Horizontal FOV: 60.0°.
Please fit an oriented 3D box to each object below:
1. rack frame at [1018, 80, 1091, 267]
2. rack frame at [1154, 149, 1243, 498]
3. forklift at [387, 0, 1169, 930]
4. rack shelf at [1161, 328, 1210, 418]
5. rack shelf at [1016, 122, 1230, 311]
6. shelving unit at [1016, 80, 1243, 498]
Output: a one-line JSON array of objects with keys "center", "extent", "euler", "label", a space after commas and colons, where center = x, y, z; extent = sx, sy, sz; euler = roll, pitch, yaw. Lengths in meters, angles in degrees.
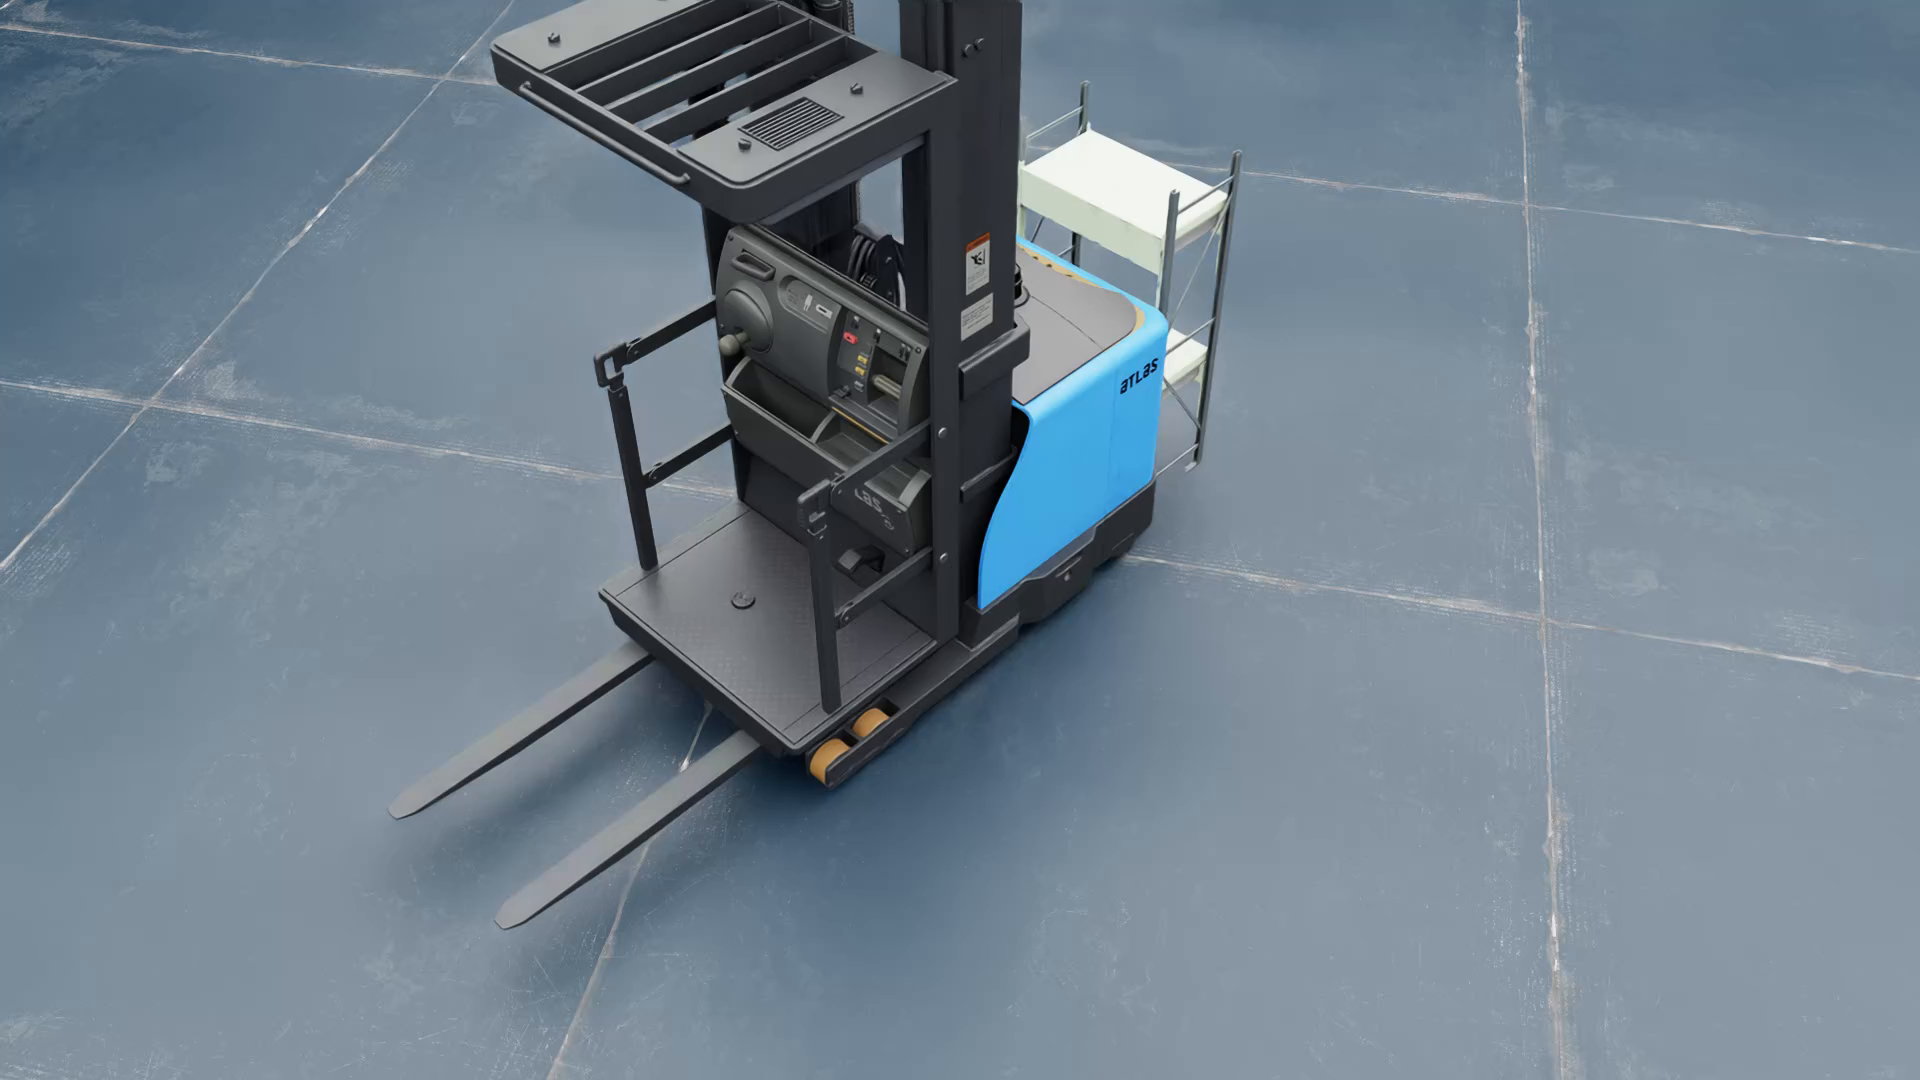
[{"center": [0.358, -1.133, 6.846], "extent": [0.023, 1.500, 0.400], "euler": [34, 53, 30], "label": "rack frame"}, {"center": [0.885, -0.781, 6.479], "extent": [0.023, 1.500, 0.400], "euler": [34, 53, 30], "label": "rack frame"}, {"center": [-0.607, -0.598, 5.257], "extent": [1.130, 2.935, 3.031], "euler": [34, 53, 30], "label": "forklift"}, {"center": [0.622, -0.722, 6.889], "extent": [0.720, 0.370, 0.431], "euler": [34, 53, 30], "label": "rack shelf"}, {"center": [0.622, -1.238, 6.392], "extent": [0.720, 0.370, 0.431], "euler": [34, 53, 30], "label": "rack shelf"}, {"center": [0.622, -0.957, 6.663], "extent": [0.755, 1.500, 0.431], "euler": [34, 53, 30], "label": "shelving unit"}]
